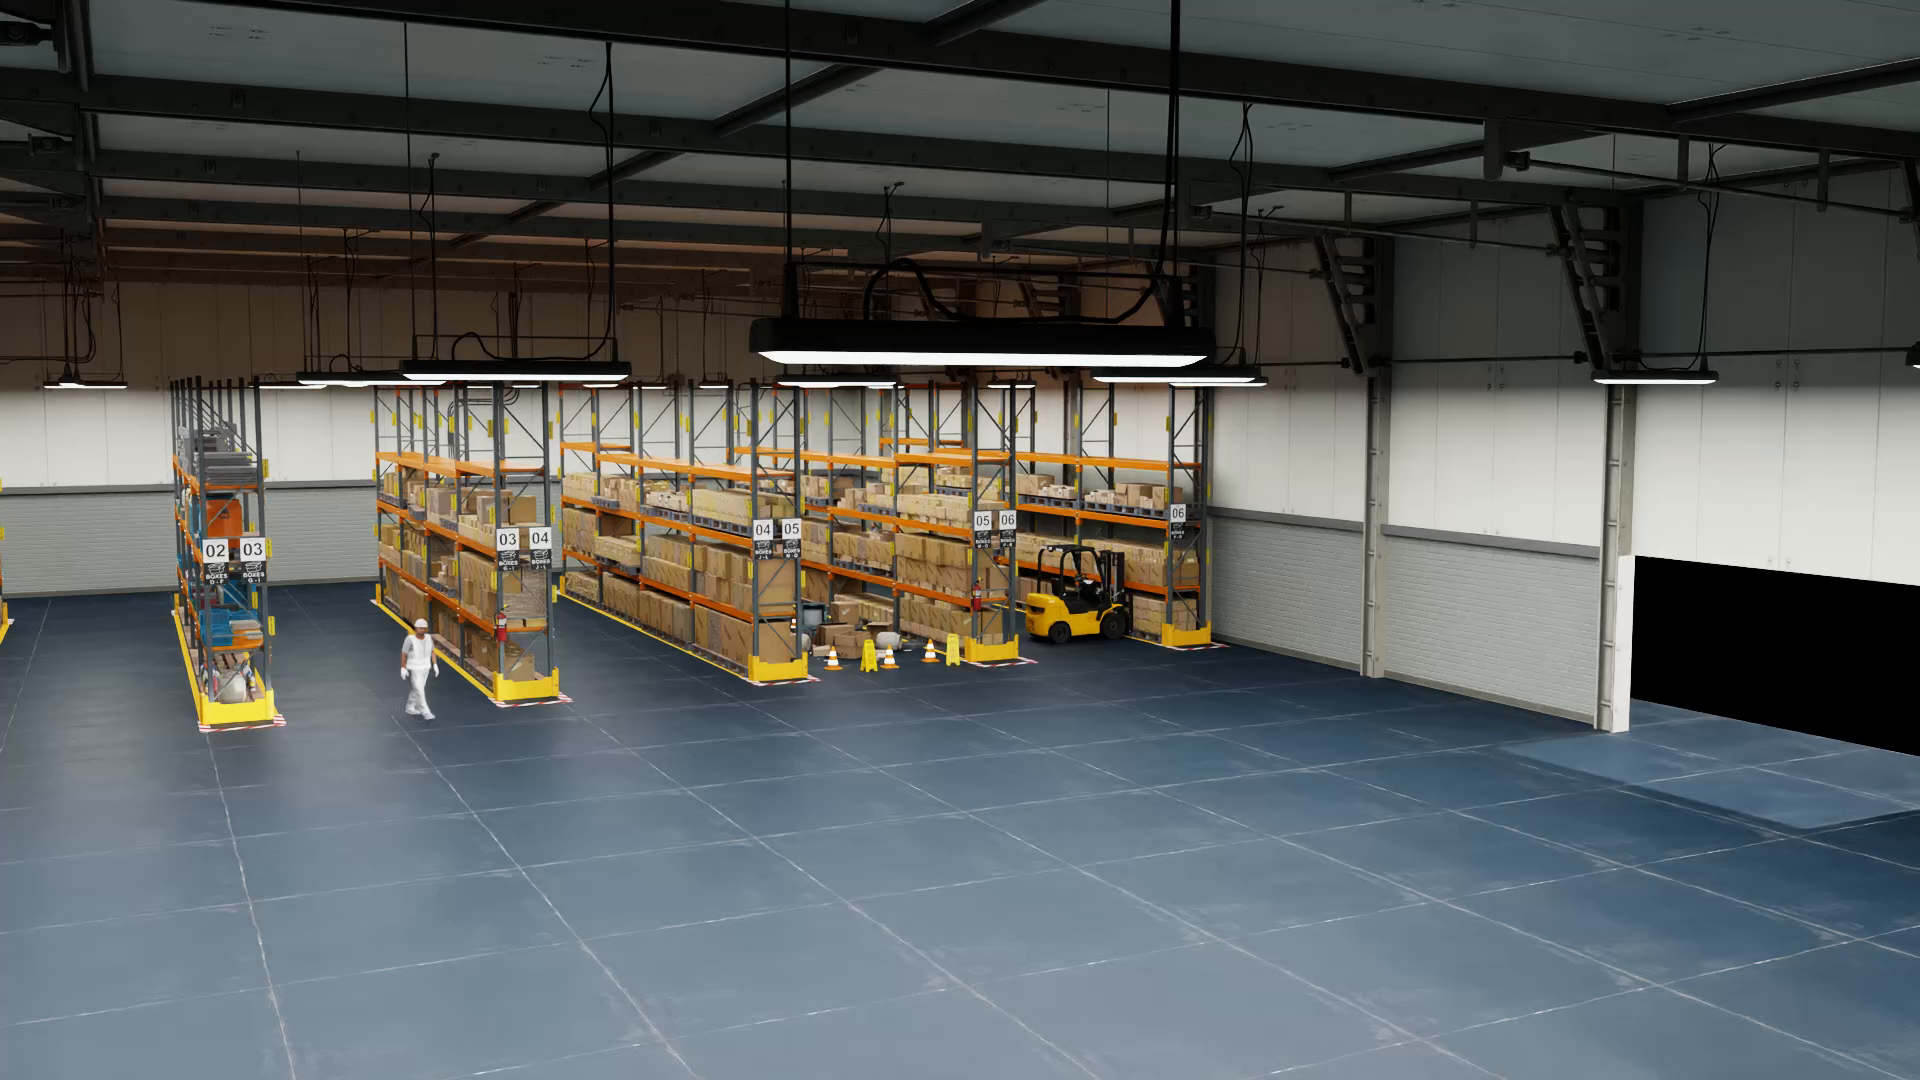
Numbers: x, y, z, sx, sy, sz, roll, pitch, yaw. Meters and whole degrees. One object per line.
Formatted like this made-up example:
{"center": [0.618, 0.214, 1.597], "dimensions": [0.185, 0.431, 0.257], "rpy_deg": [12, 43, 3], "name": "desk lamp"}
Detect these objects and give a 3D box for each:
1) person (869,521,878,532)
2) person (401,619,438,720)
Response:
{"center": [-2.748, 0.192, 52.947], "dimensions": [0.592, 1.636, 0.487], "rpy_deg": [-5, 7, -42], "name": "person"}
{"center": [-9.418, 2.242, 29.105], "dimensions": [1.031, 1.721, 0.574], "rpy_deg": [3, 6, 31], "name": "person"}
